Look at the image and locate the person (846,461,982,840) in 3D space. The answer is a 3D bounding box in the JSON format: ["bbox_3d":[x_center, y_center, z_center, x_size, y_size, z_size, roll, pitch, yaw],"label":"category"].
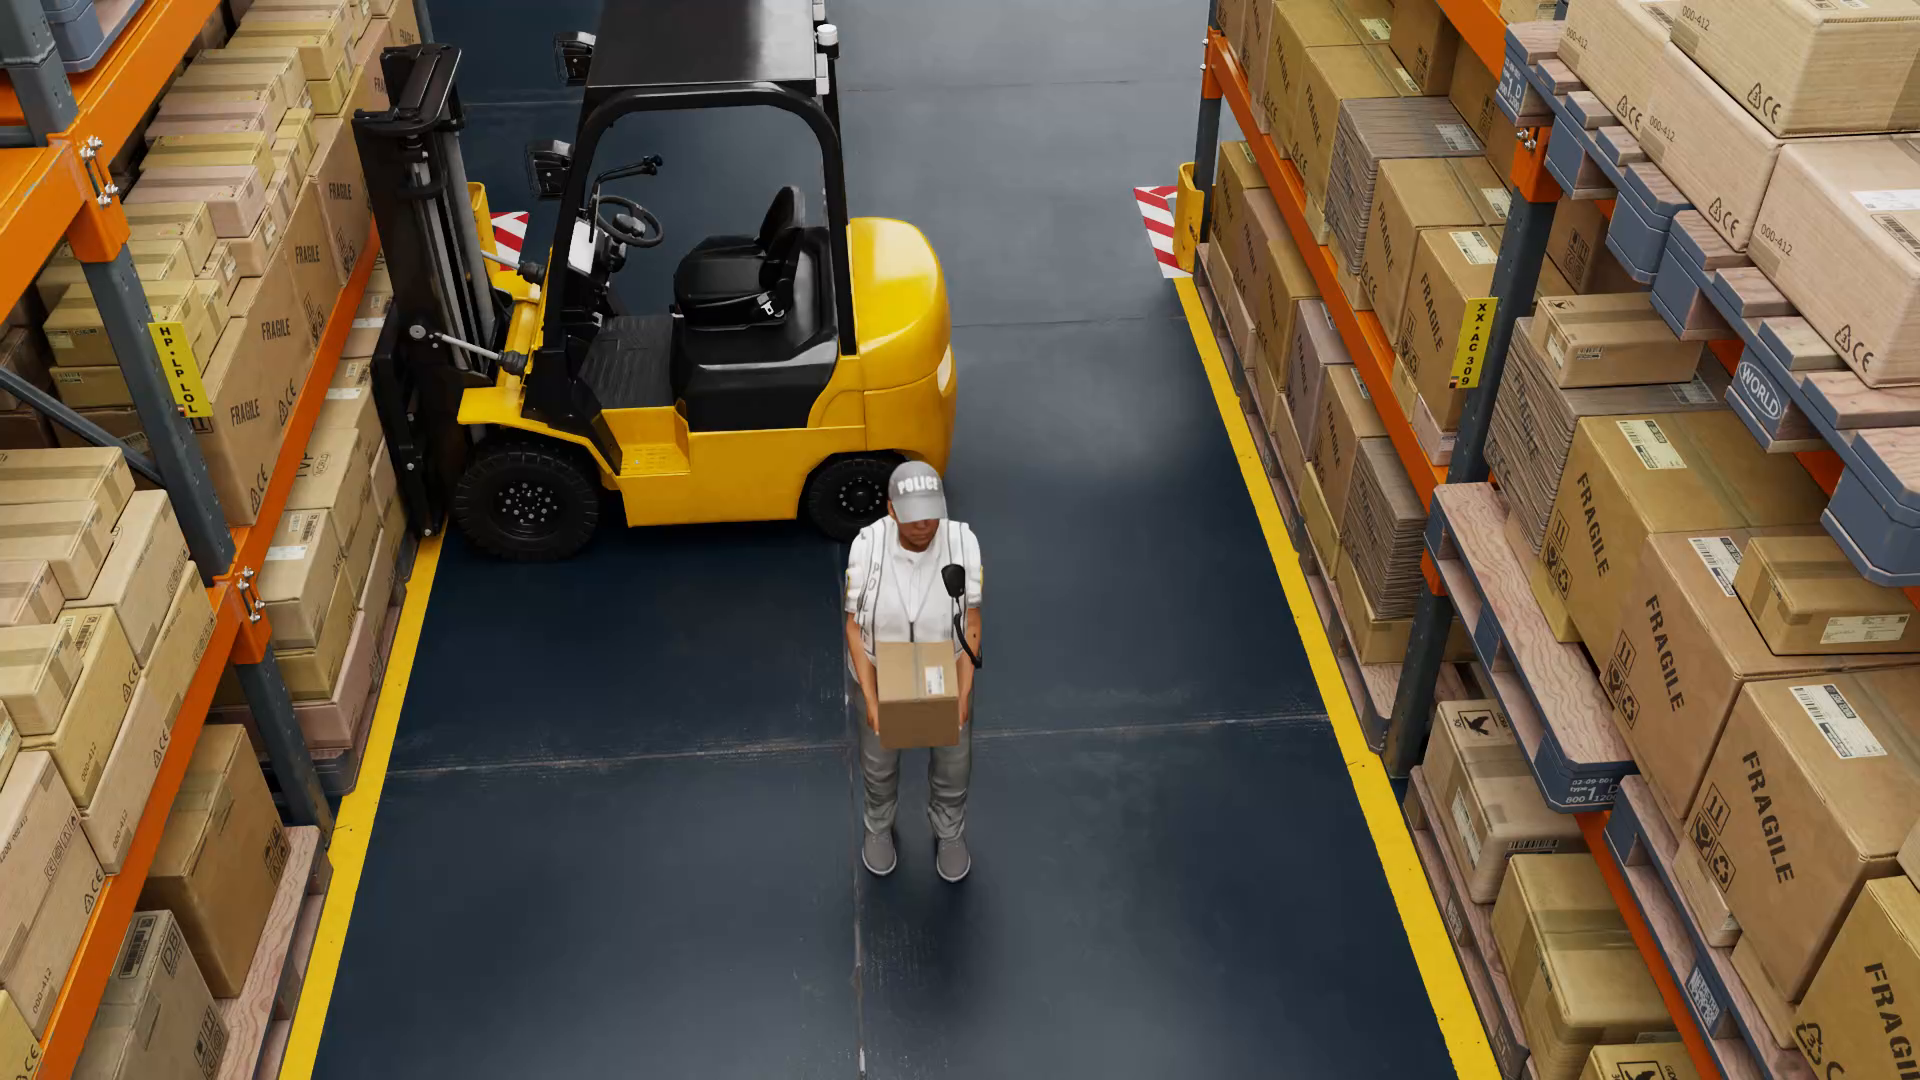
[{"bbox_3d":[-0.148,0.469,5.536,0.444,1.586,0.534,-3,39,-3],"label":"person"}]
